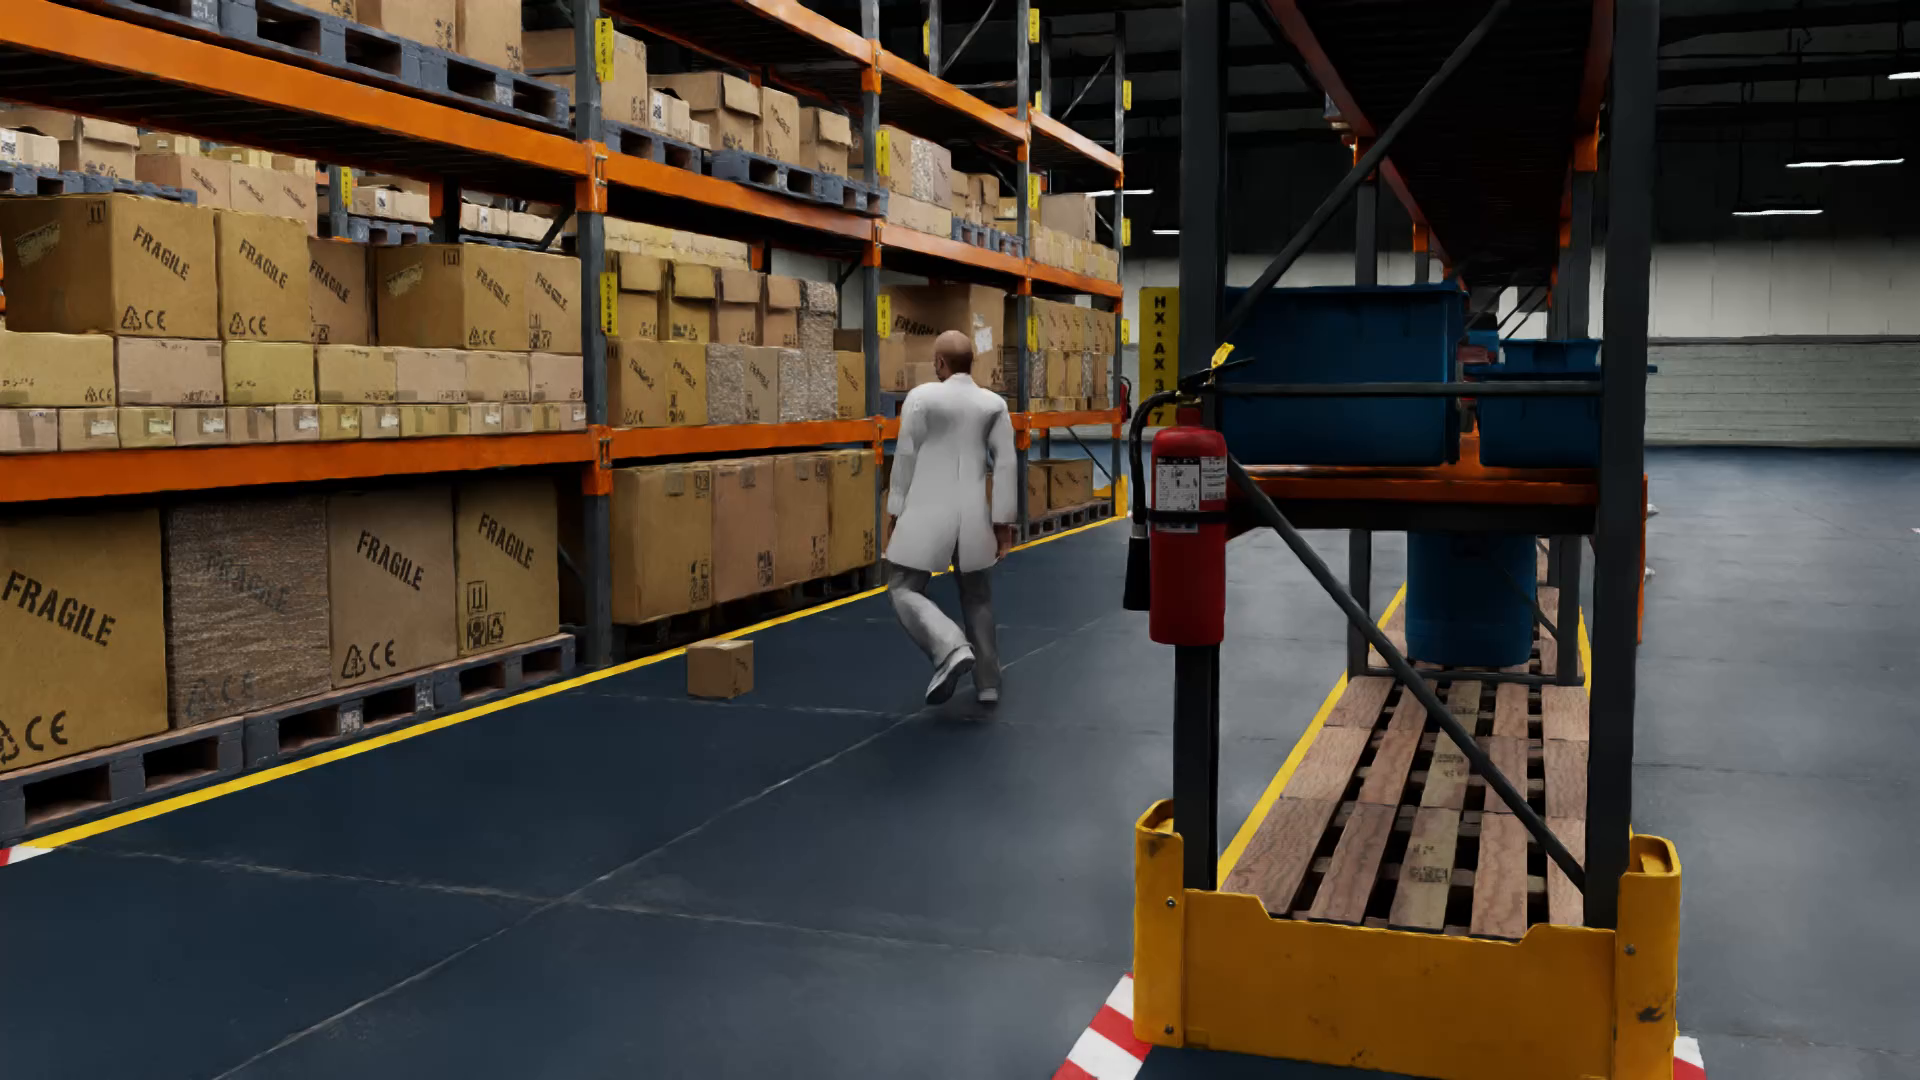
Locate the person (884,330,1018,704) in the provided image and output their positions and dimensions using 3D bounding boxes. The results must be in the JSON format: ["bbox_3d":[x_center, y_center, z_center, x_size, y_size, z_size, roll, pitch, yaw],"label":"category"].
[{"bbox_3d":[0.000,-0.093,7.793,0.695,1.770,0.704,-3,6,-27],"label":"person"}]
